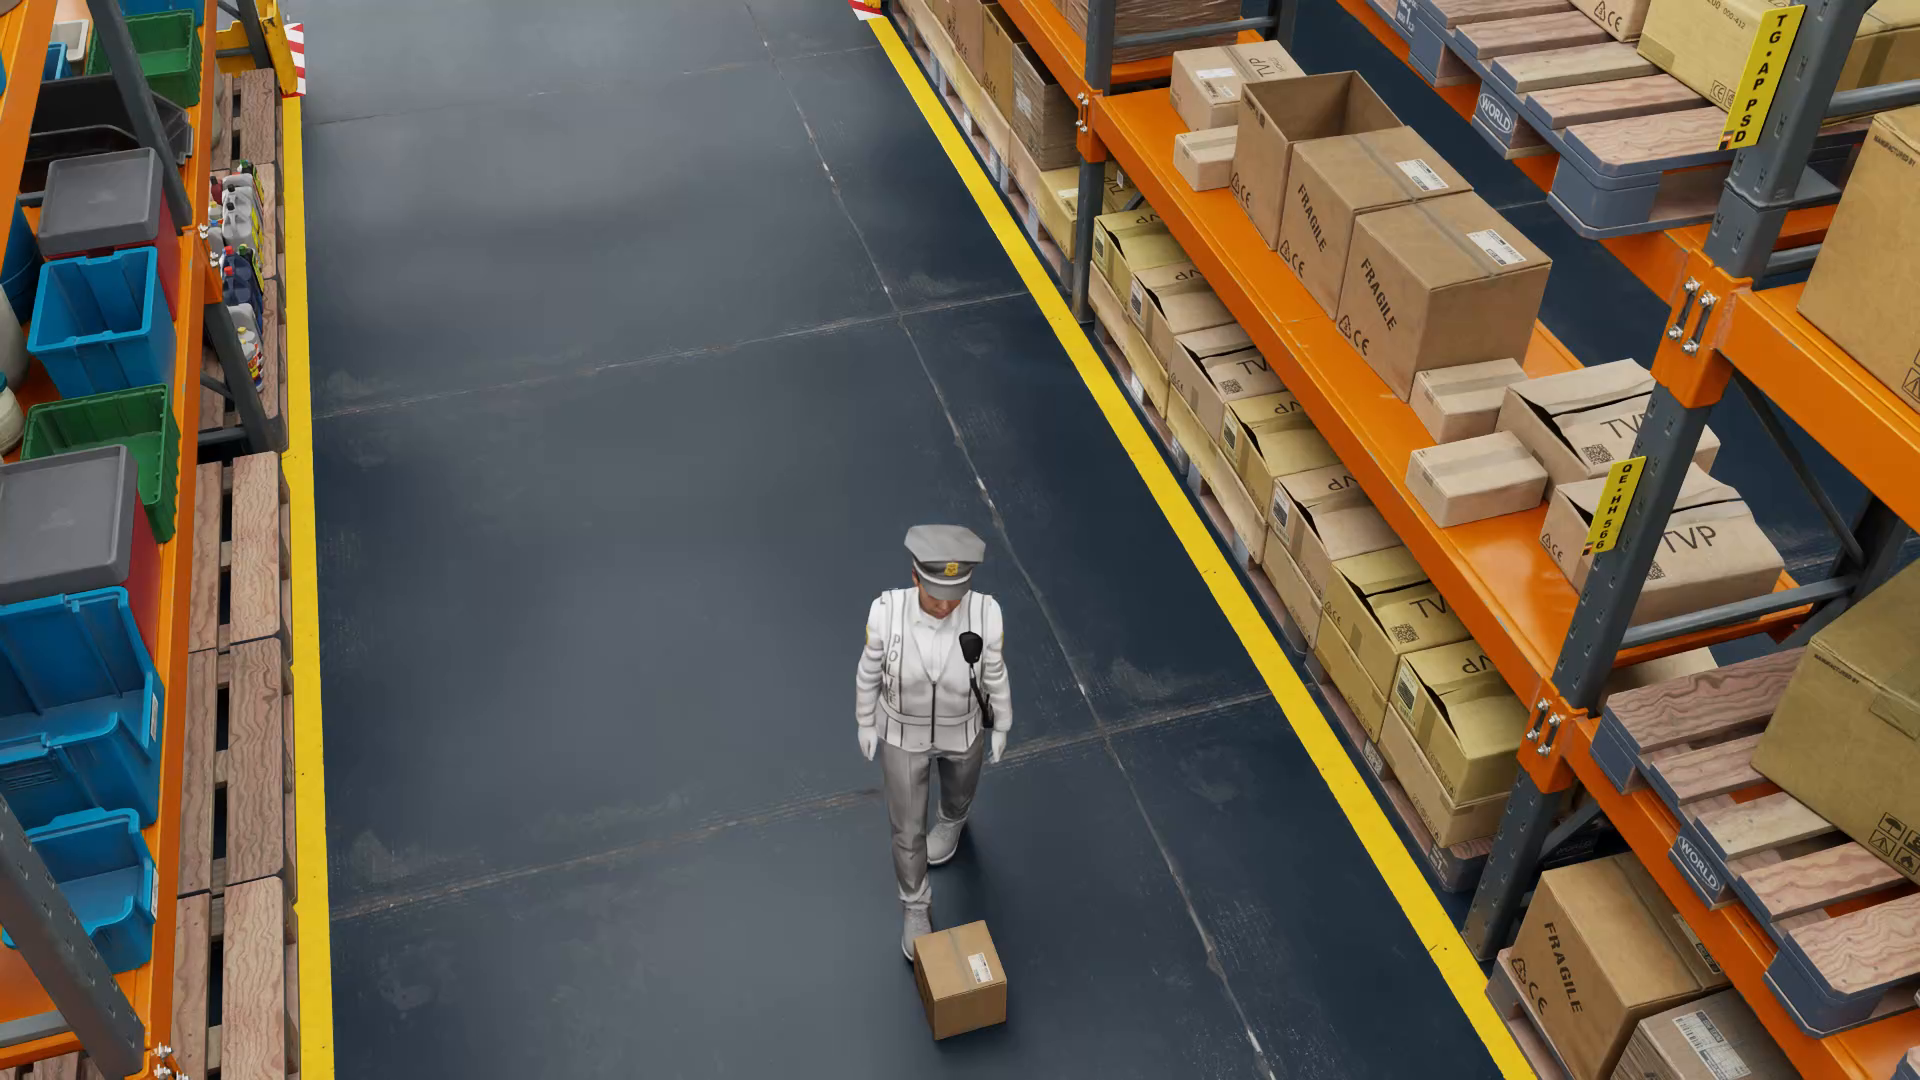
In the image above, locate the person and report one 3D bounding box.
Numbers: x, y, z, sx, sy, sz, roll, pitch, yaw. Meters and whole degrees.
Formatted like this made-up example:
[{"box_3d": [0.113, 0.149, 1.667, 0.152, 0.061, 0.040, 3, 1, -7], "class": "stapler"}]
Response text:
[{"box_3d": [-0.082, 0.642, 5.446, 0.518, 1.663, 0.683, -2, 43, -2], "class": "person"}]
